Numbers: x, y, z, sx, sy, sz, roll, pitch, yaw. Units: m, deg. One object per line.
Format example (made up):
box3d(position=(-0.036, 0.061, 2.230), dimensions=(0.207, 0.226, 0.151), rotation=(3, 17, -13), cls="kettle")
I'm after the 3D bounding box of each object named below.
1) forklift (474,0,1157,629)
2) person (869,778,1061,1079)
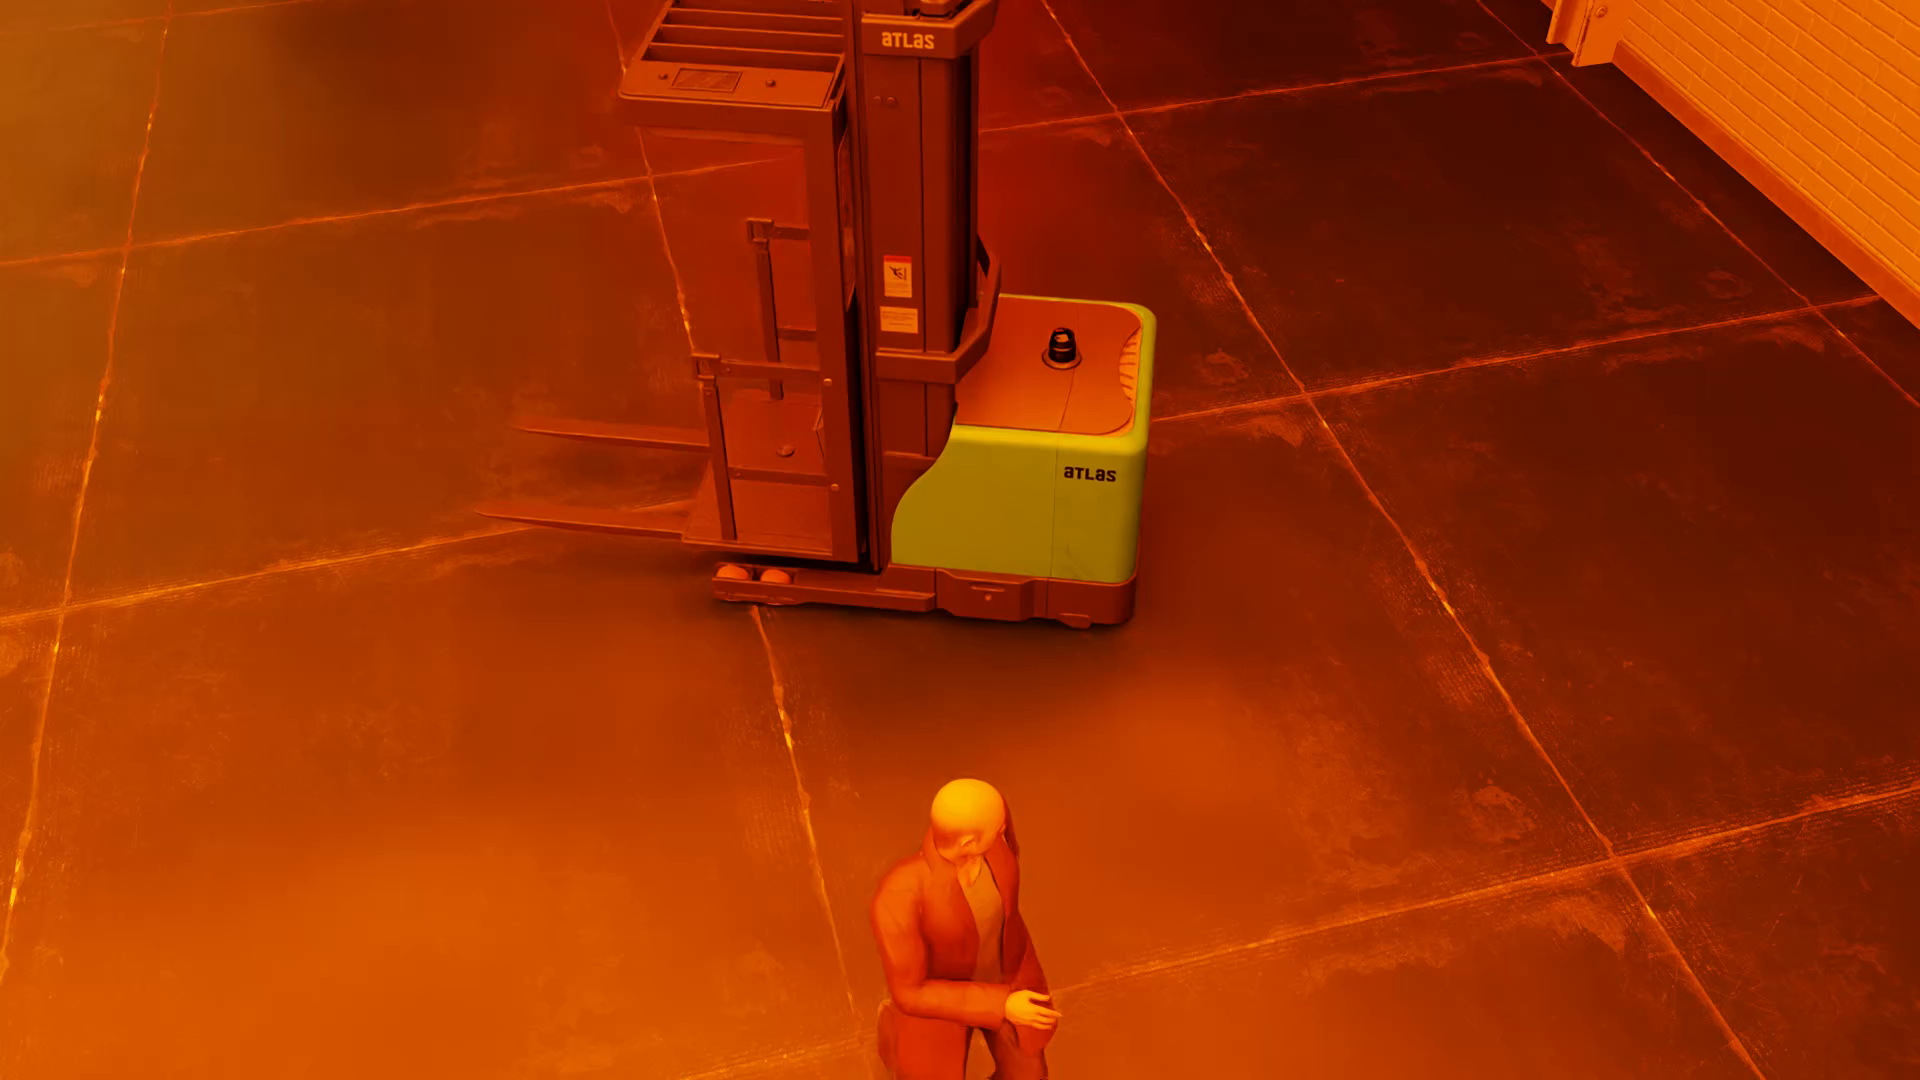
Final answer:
box3d(position=(-0.679, -1.126, 6.837), dimensions=(3.031, 2.935, 1.130), rotation=(5, 44, 5), cls="forklift")
box3d(position=(0.035, 1.328, 5.151), dimensions=(0.668, 1.702, 0.823), rotation=(-19, 47, -19), cls="person")
